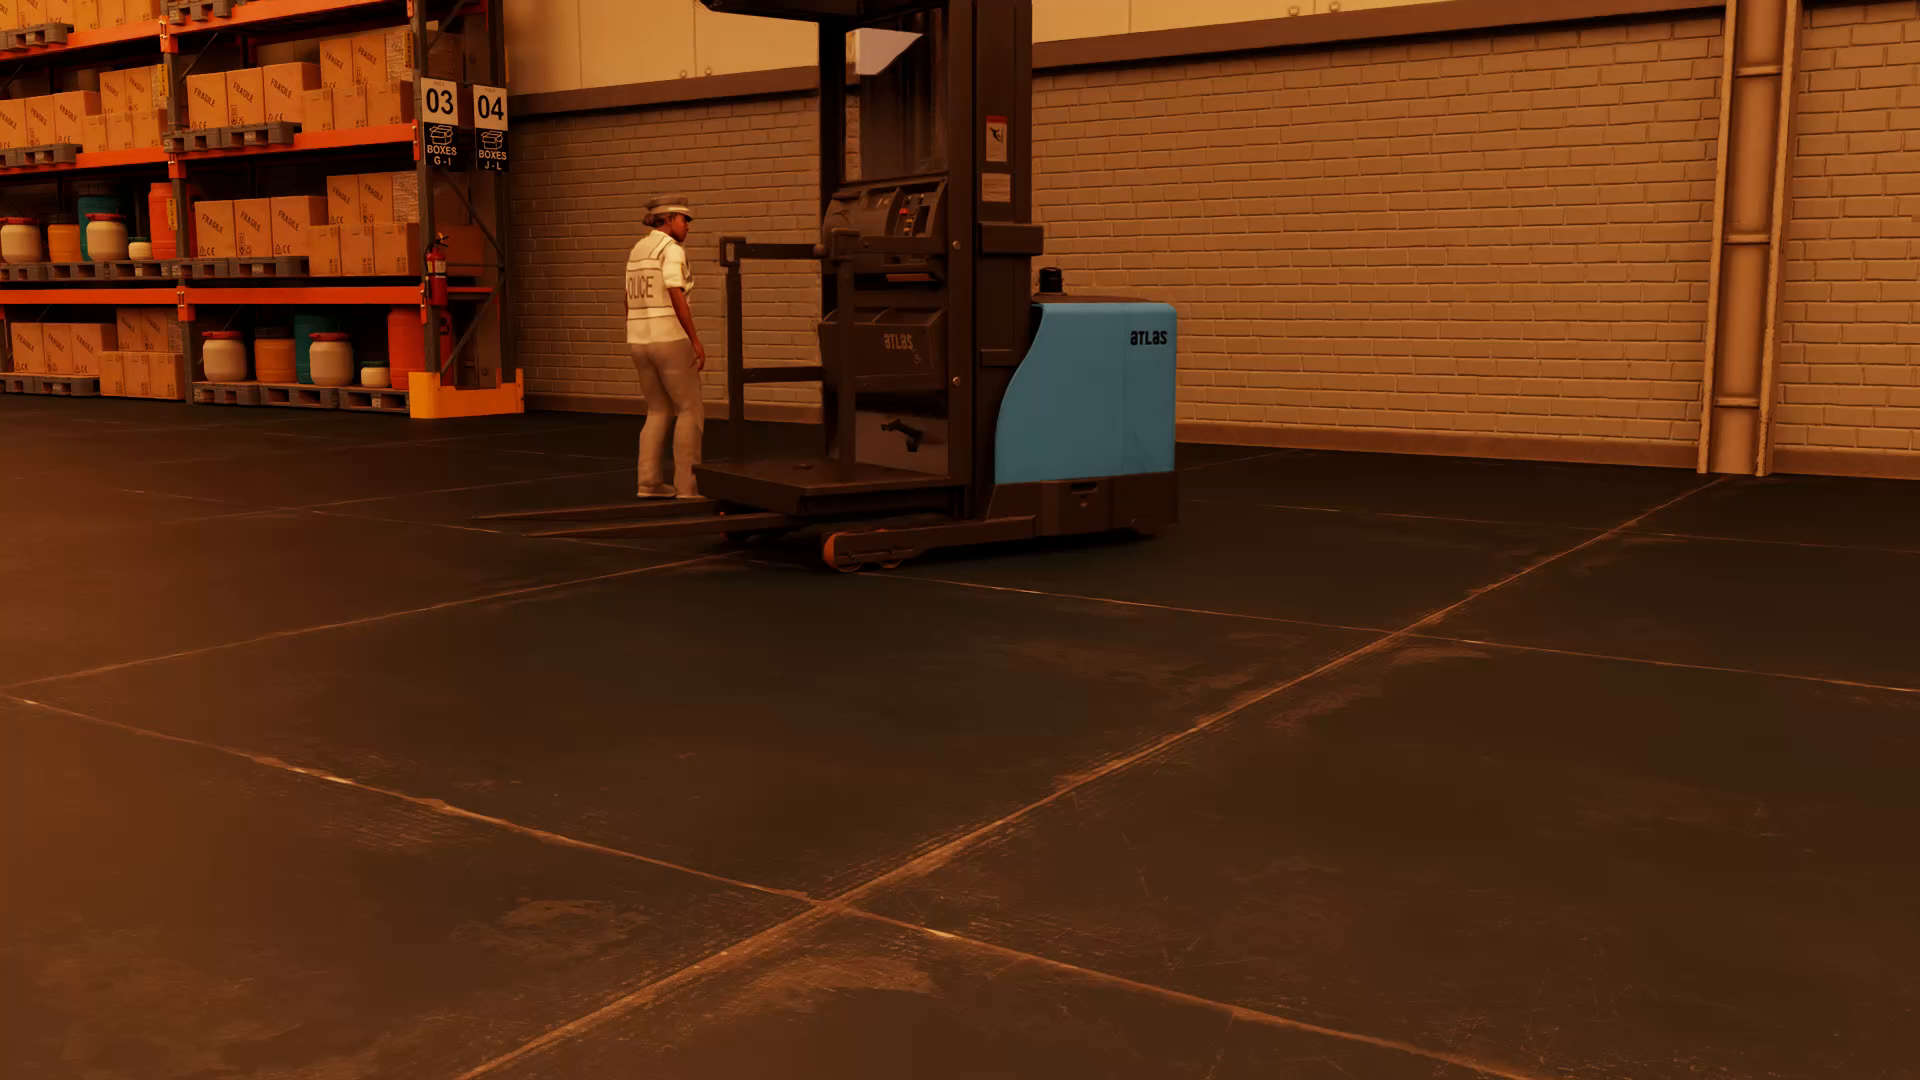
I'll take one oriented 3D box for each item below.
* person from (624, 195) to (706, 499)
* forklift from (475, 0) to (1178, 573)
[{"bbox_3d":[-1.590,-1.047,9.104,0.587,1.654,0.422,8,11,44],"label":"person"},{"bbox_3d":[-0.507,-1.403,7.061,3.031,2.935,1.130,-5,10,-33],"label":"forklift"}]
